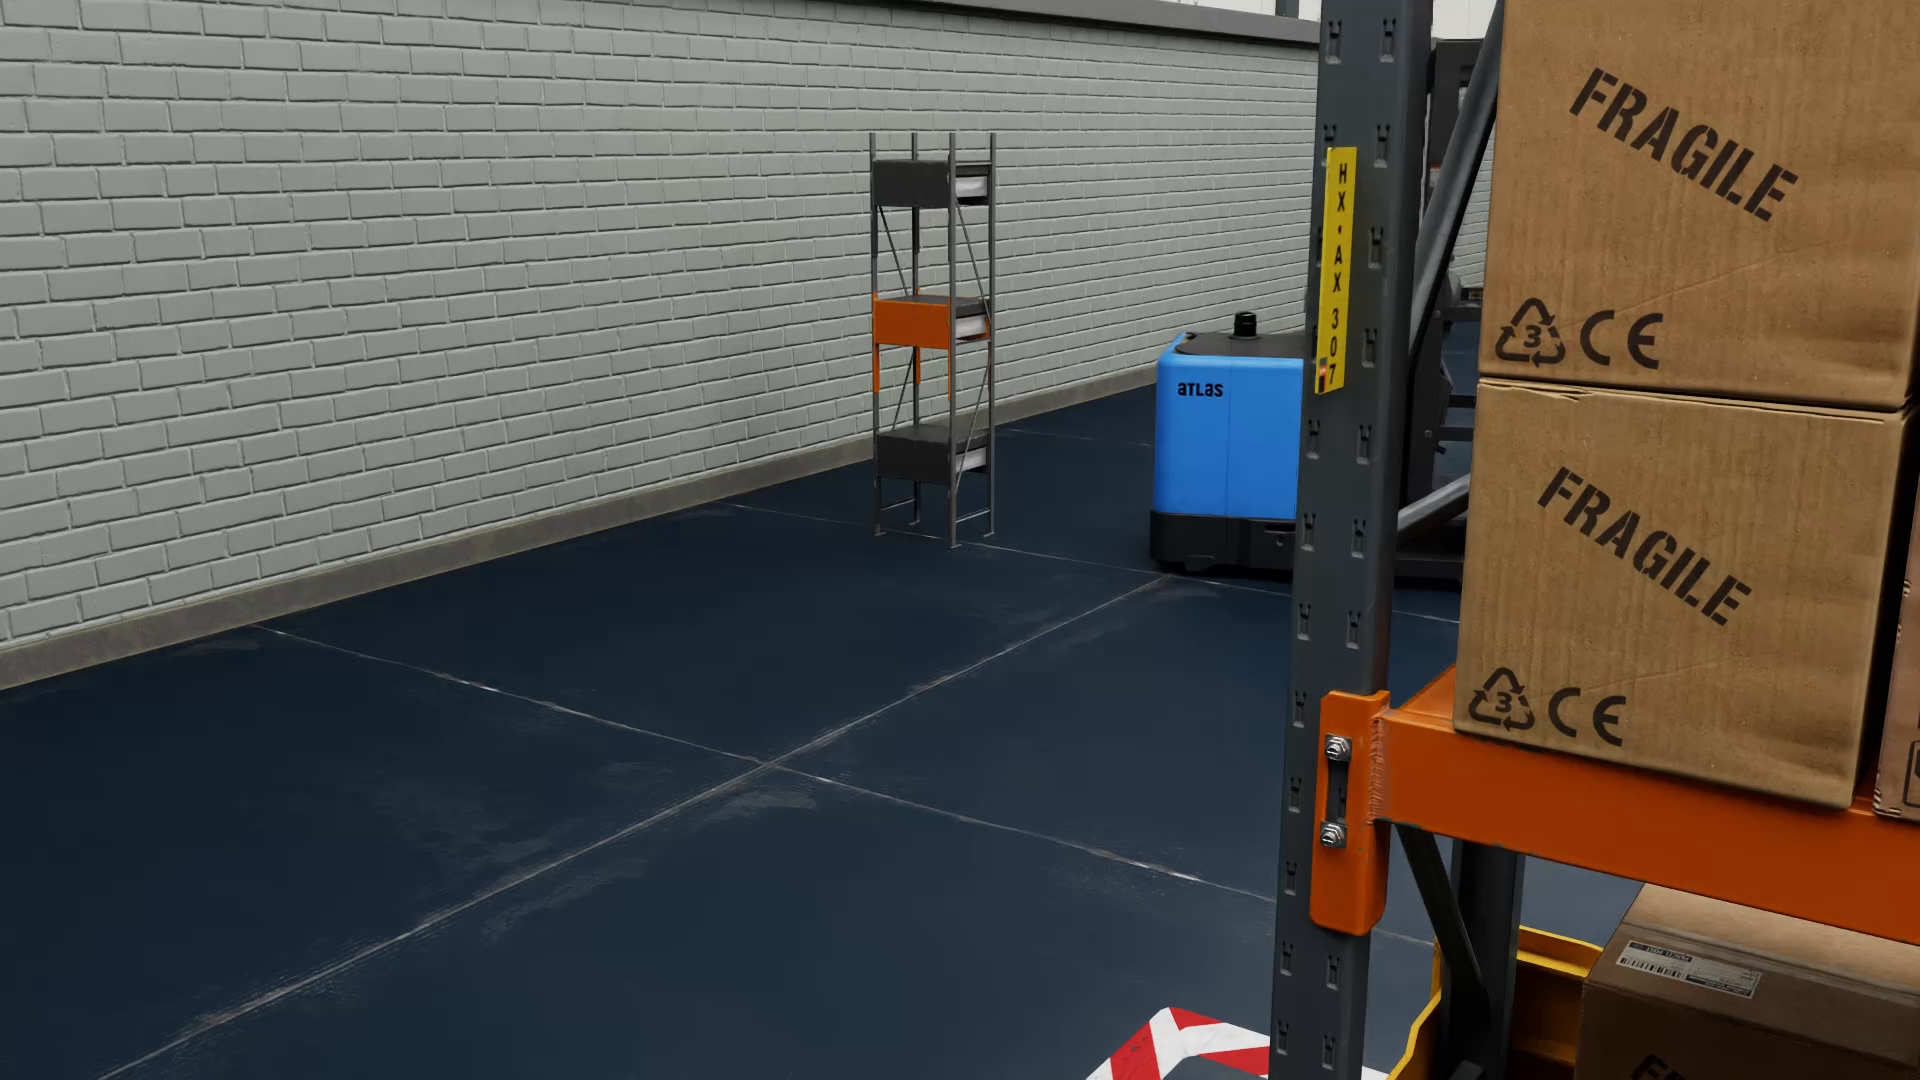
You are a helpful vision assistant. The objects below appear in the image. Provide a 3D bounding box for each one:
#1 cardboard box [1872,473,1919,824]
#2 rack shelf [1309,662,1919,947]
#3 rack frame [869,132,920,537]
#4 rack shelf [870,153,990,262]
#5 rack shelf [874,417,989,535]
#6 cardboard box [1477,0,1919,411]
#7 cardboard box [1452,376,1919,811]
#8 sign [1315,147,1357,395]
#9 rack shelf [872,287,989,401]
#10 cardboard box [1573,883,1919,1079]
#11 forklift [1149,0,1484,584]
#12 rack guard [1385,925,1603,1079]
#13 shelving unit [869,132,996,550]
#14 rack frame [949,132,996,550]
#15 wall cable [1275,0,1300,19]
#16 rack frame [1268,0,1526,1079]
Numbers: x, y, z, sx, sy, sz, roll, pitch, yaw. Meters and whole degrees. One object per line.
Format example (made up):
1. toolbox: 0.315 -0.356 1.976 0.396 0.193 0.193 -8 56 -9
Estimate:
1. cardboard box: 1.465 0.080 2.051 0.500 0.500 0.500 9 17 32
2. rack shelf: 2.472 0.565 1.794 4.000 0.370 1.077 9 17 33
3. rack frame: -0.340 -1.074 8.793 0.015 2.100 0.400 9 17 33
4. rack shelf: -0.137 -1.708 8.496 0.480 0.518 0.431 9 17 33
5. rack shelf: -0.137 -0.349 8.832 0.480 0.518 0.431 9 17 33
6. cardboard box: 1.033 -0.474 2.206 0.500 0.500 0.500 10 17 34
7. cardboard box: 1.033 0.012 2.326 0.500 0.500 0.500 10 17 34
8. sign: 0.510 -0.364 2.250 0.005 0.325 0.100 9 17 33
9. rack shelf: -0.137 -1.028 8.664 0.480 0.518 0.431 9 17 33
10. cardboard box: 1.401 0.972 2.942 0.500 0.500 0.500 9 17 33
11. forklift: 2.505 -1.295 7.953 3.031 2.935 1.130 3 14 12
12. rack guard: 0.875 1.172 3.050 0.348 0.500 1.175 9 17 33
13. shelving unit: -0.137 -1.041 8.661 0.503 2.100 0.431 9 17 33
14. rack frame: 0.065 -1.009 8.528 0.015 2.100 0.400 9 17 33
15. wall cable: 3.576 -7.946 15.500 0.120 5.999 2.277 9 17 33
16. rack frame: 0.811 -0.051 2.788 0.053 2.616 0.949 9 17 33
